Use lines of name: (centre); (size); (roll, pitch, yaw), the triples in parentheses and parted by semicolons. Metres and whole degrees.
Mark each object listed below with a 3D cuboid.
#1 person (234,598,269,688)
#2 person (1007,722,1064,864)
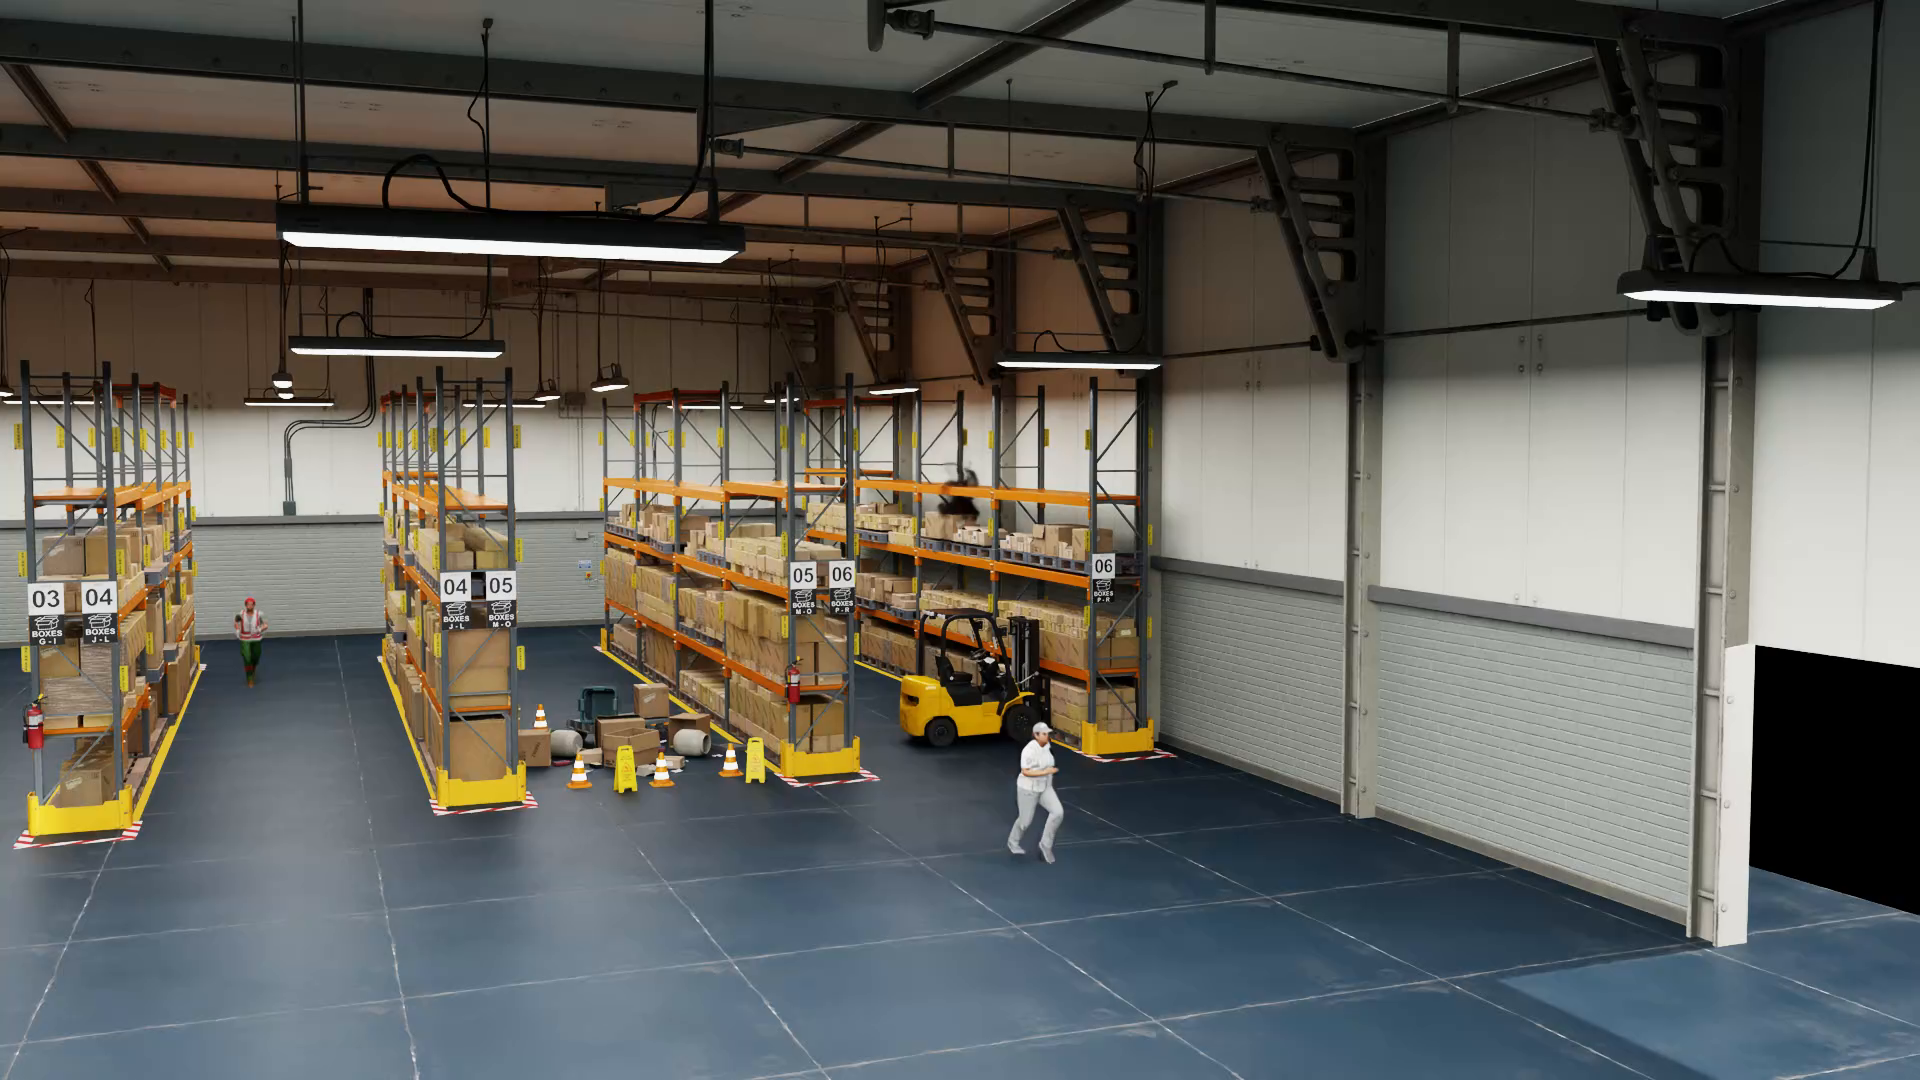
person: (-14.486, 2.074, 34.032); (0.623, 1.812, 1.134); (-2, 4, -28)
person: (0.884, 2.996, 19.787); (0.816, 1.681, 0.627); (3, 5, 43)
